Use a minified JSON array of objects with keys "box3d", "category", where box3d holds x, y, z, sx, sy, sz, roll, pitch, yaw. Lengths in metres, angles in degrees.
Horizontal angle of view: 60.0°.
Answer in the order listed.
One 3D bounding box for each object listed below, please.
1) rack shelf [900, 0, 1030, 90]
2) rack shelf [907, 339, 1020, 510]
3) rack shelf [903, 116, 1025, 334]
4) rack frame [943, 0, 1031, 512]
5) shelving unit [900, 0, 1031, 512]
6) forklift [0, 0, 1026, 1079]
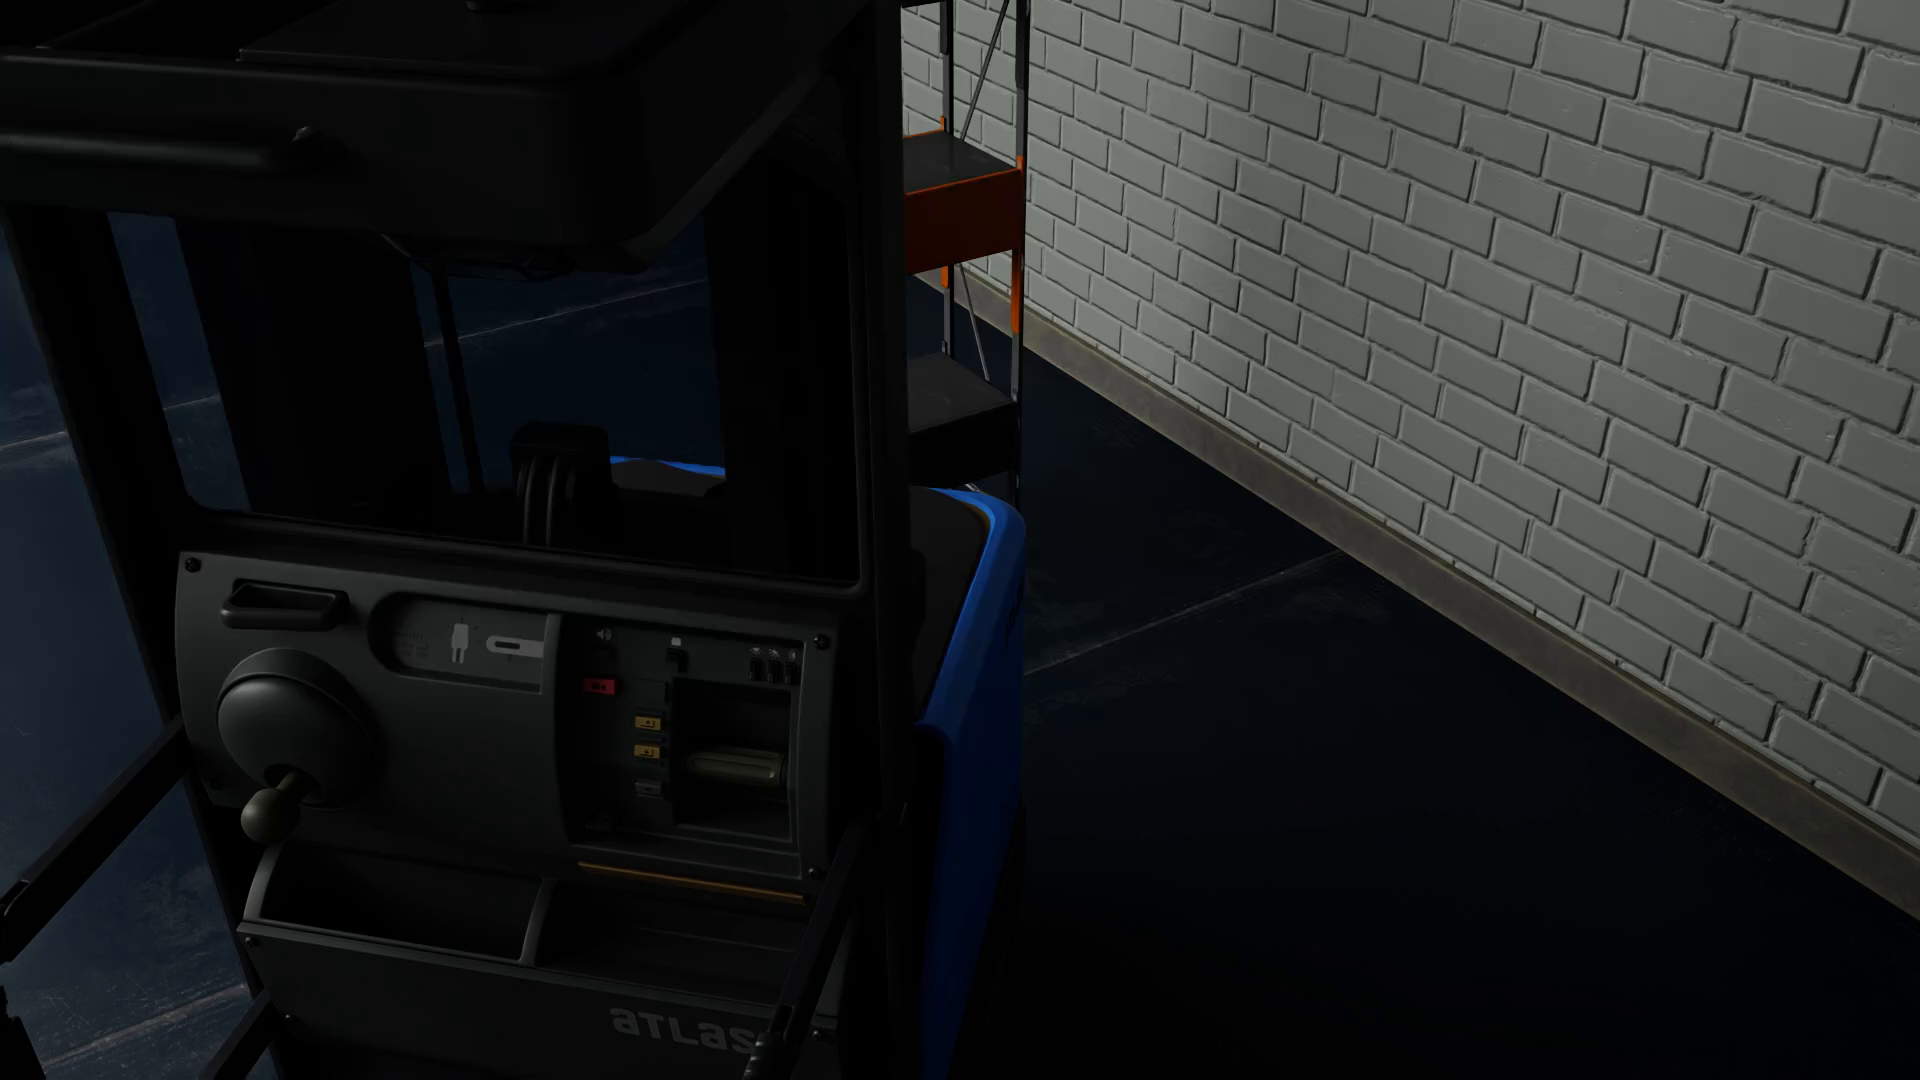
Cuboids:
[{"box3d":[-0.139,-1.421,4.248,0.480,0.518,0.431,-19,37,-27],"category":"rack shelf"},{"box3d":[-0.139,-0.237,4.995,0.480,0.518,0.431,-19,37,-27],"category":"rack shelf"},{"box3d":[-0.139,-0.829,4.621,0.480,0.518,0.431,-19,37,-27],"category":"rack shelf"},{"box3d":[0.066,-0.911,4.726,0.015,2.100,0.400,-19,37,-27],"category":"rack frame"},{"box3d":[-0.139,-0.840,4.614,0.503,2.100,0.431,-19,37,-27],"category":"shelving unit"},{"box3d":[-0.653,0.294,2.036,1.130,2.935,3.031,6,33,10],"category":"forklift"}]
